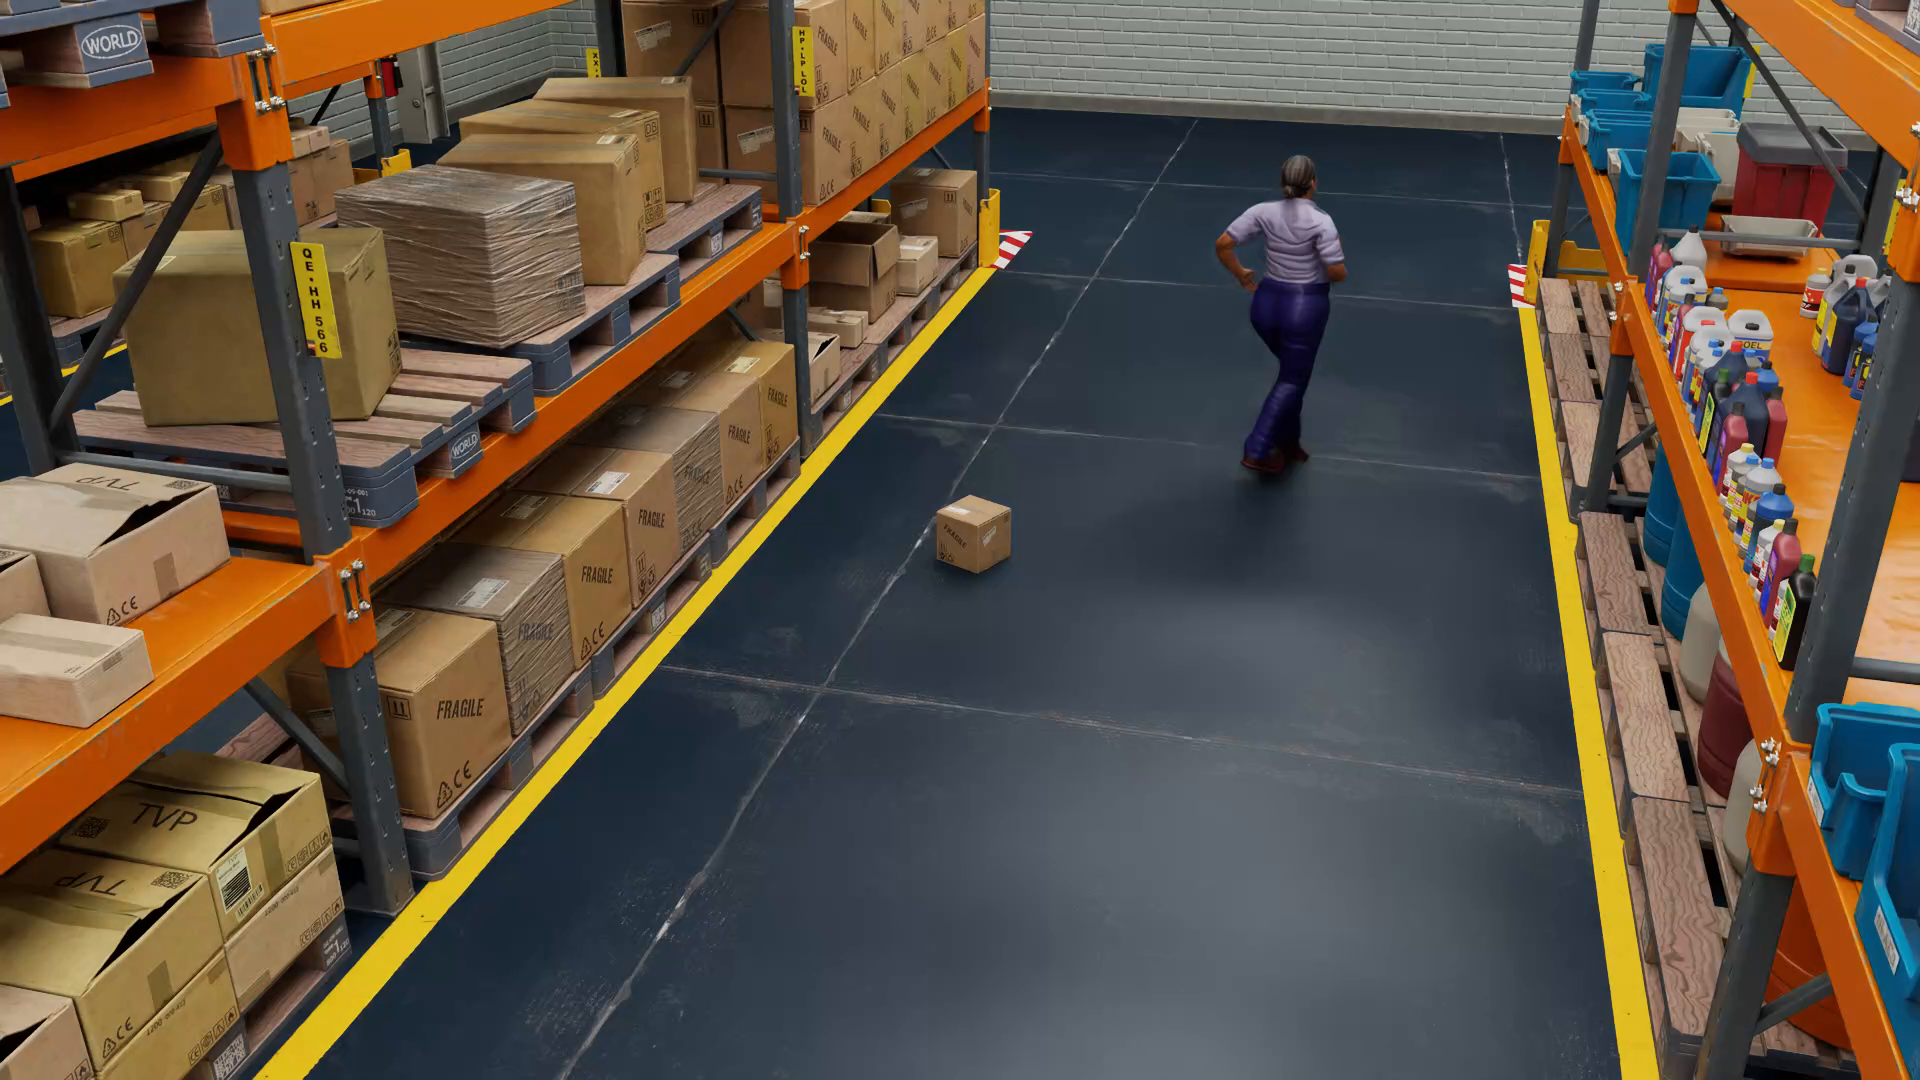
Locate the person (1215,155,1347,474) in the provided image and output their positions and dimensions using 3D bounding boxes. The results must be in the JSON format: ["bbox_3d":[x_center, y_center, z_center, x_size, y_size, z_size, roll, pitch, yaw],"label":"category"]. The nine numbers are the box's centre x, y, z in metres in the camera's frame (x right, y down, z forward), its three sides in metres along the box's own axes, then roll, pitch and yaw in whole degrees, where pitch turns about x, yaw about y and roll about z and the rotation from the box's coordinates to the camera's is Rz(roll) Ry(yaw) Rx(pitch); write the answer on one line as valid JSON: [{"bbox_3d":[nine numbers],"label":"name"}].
[{"bbox_3d":[1.661,-1.104,8.479,0.614,1.697,0.618,-22,33,-38],"label":"person"}]
